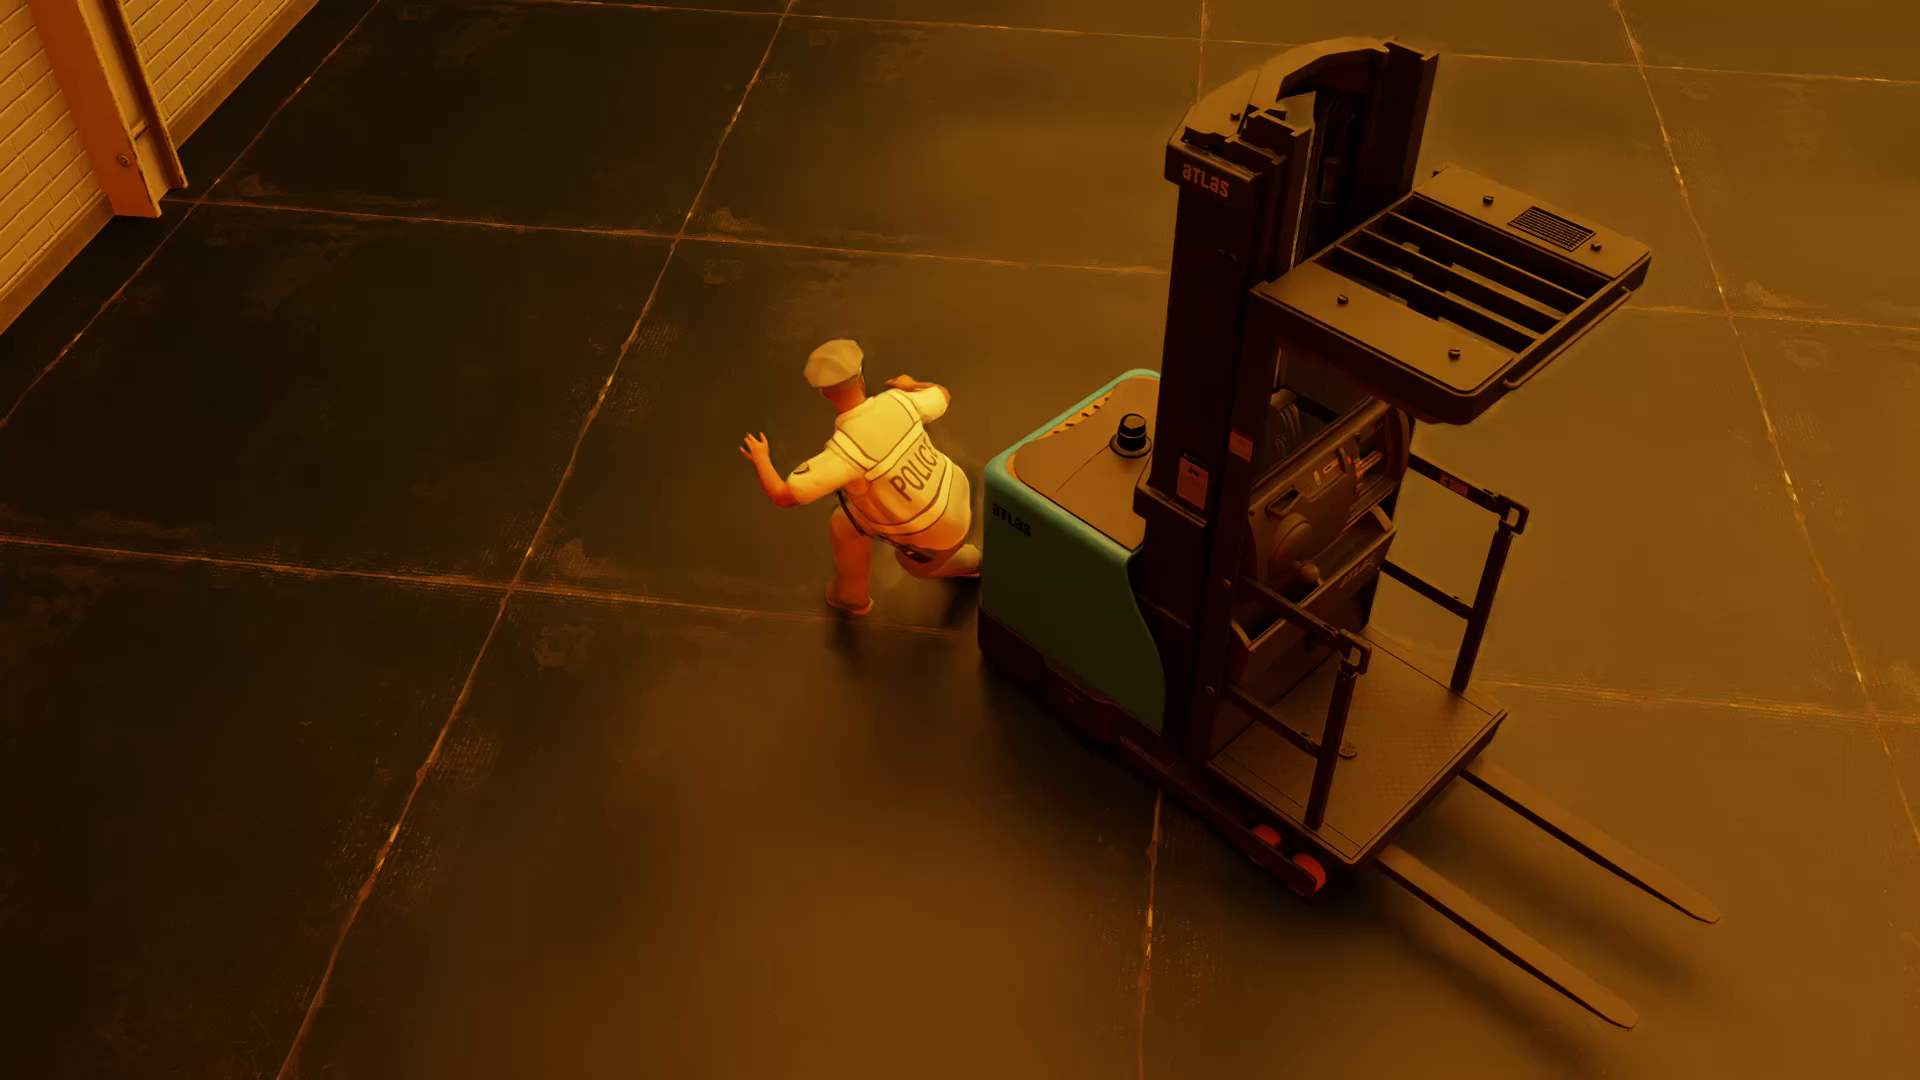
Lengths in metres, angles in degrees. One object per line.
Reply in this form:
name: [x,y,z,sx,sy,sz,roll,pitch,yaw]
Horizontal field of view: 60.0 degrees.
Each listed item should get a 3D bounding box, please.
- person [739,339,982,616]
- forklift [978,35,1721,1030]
person: [-0.396,-0.239,7.040,0.972,1.496,0.997,8,43,8]
forklift: [1.475,-0.113,5.847,1.130,2.935,3.031,-34,52,-31]
